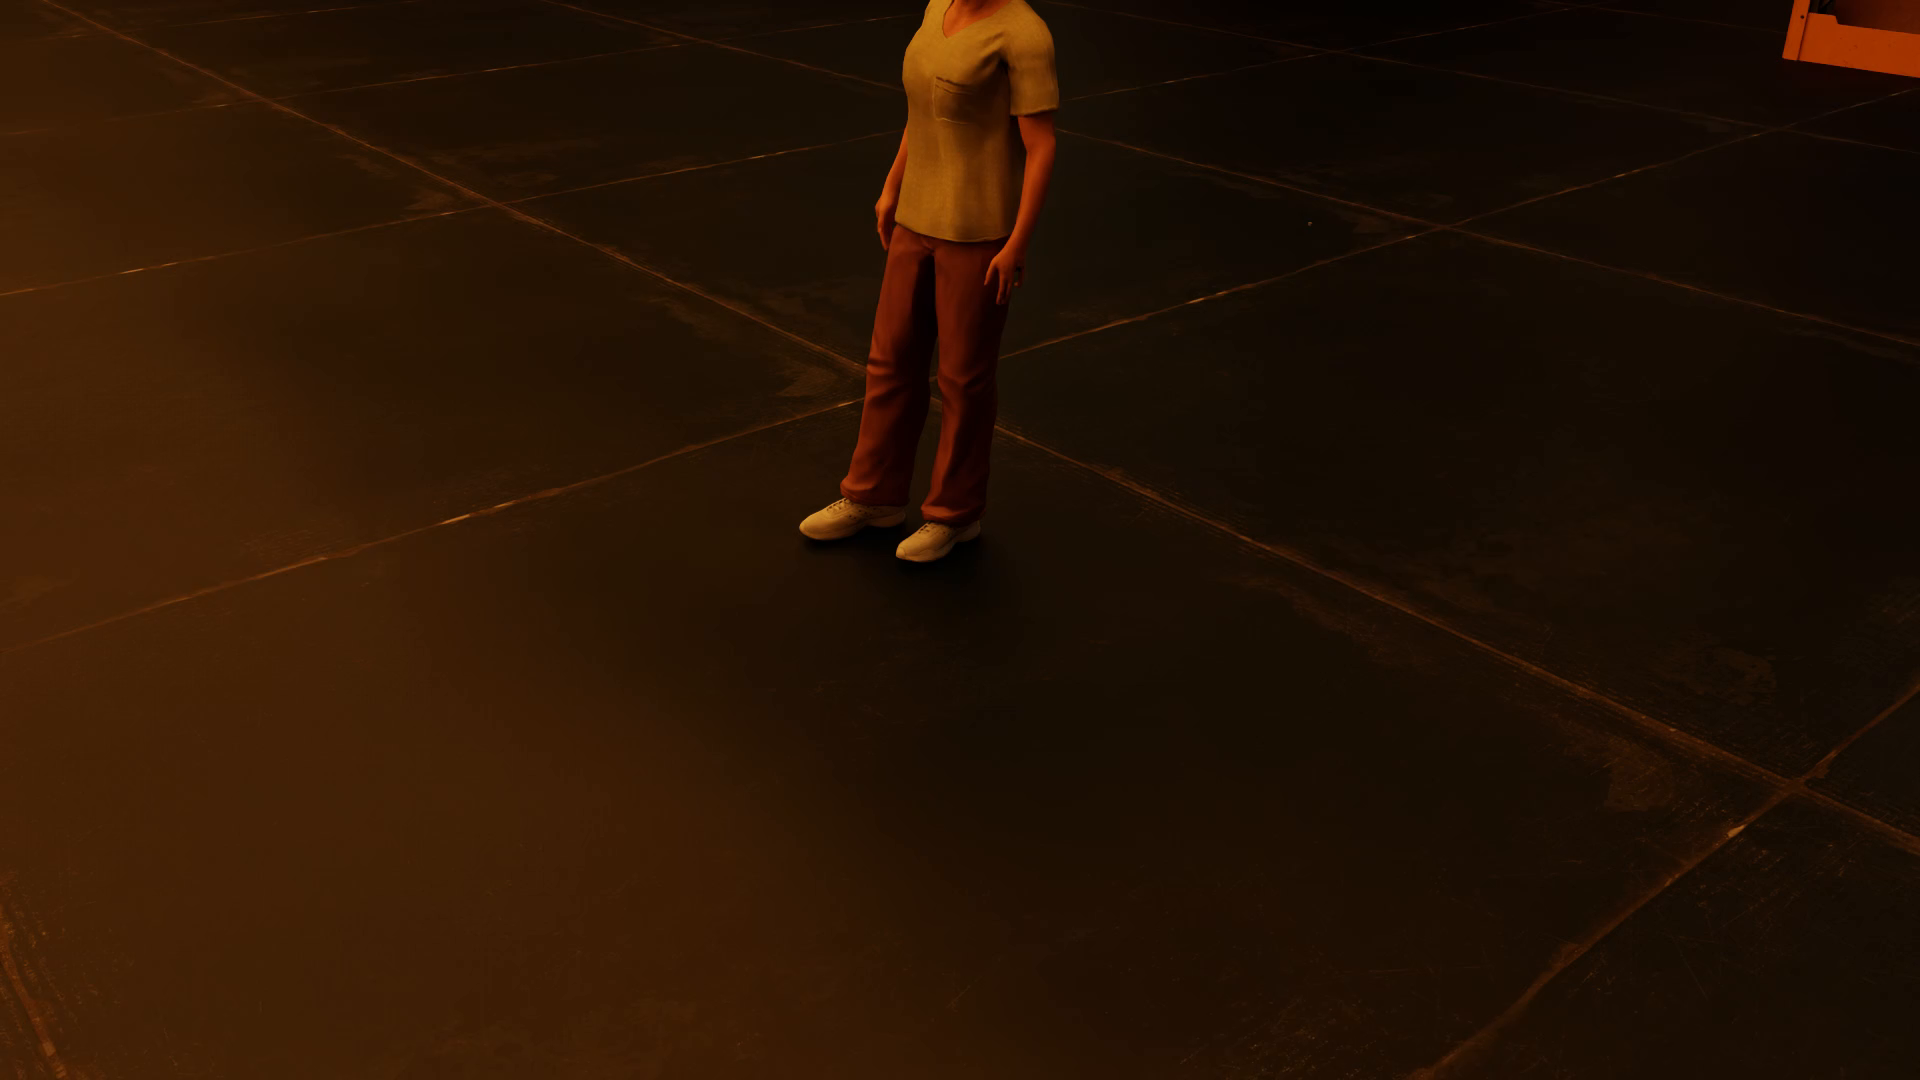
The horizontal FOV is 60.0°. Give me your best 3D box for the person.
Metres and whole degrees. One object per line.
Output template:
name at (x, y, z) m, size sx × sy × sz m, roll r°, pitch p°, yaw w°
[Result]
person at (-0.027, -0.671, 4.154) m, size 0.395 × 1.361 × 0.518 m, roll -20°, pitch 33°, yaw -35°
